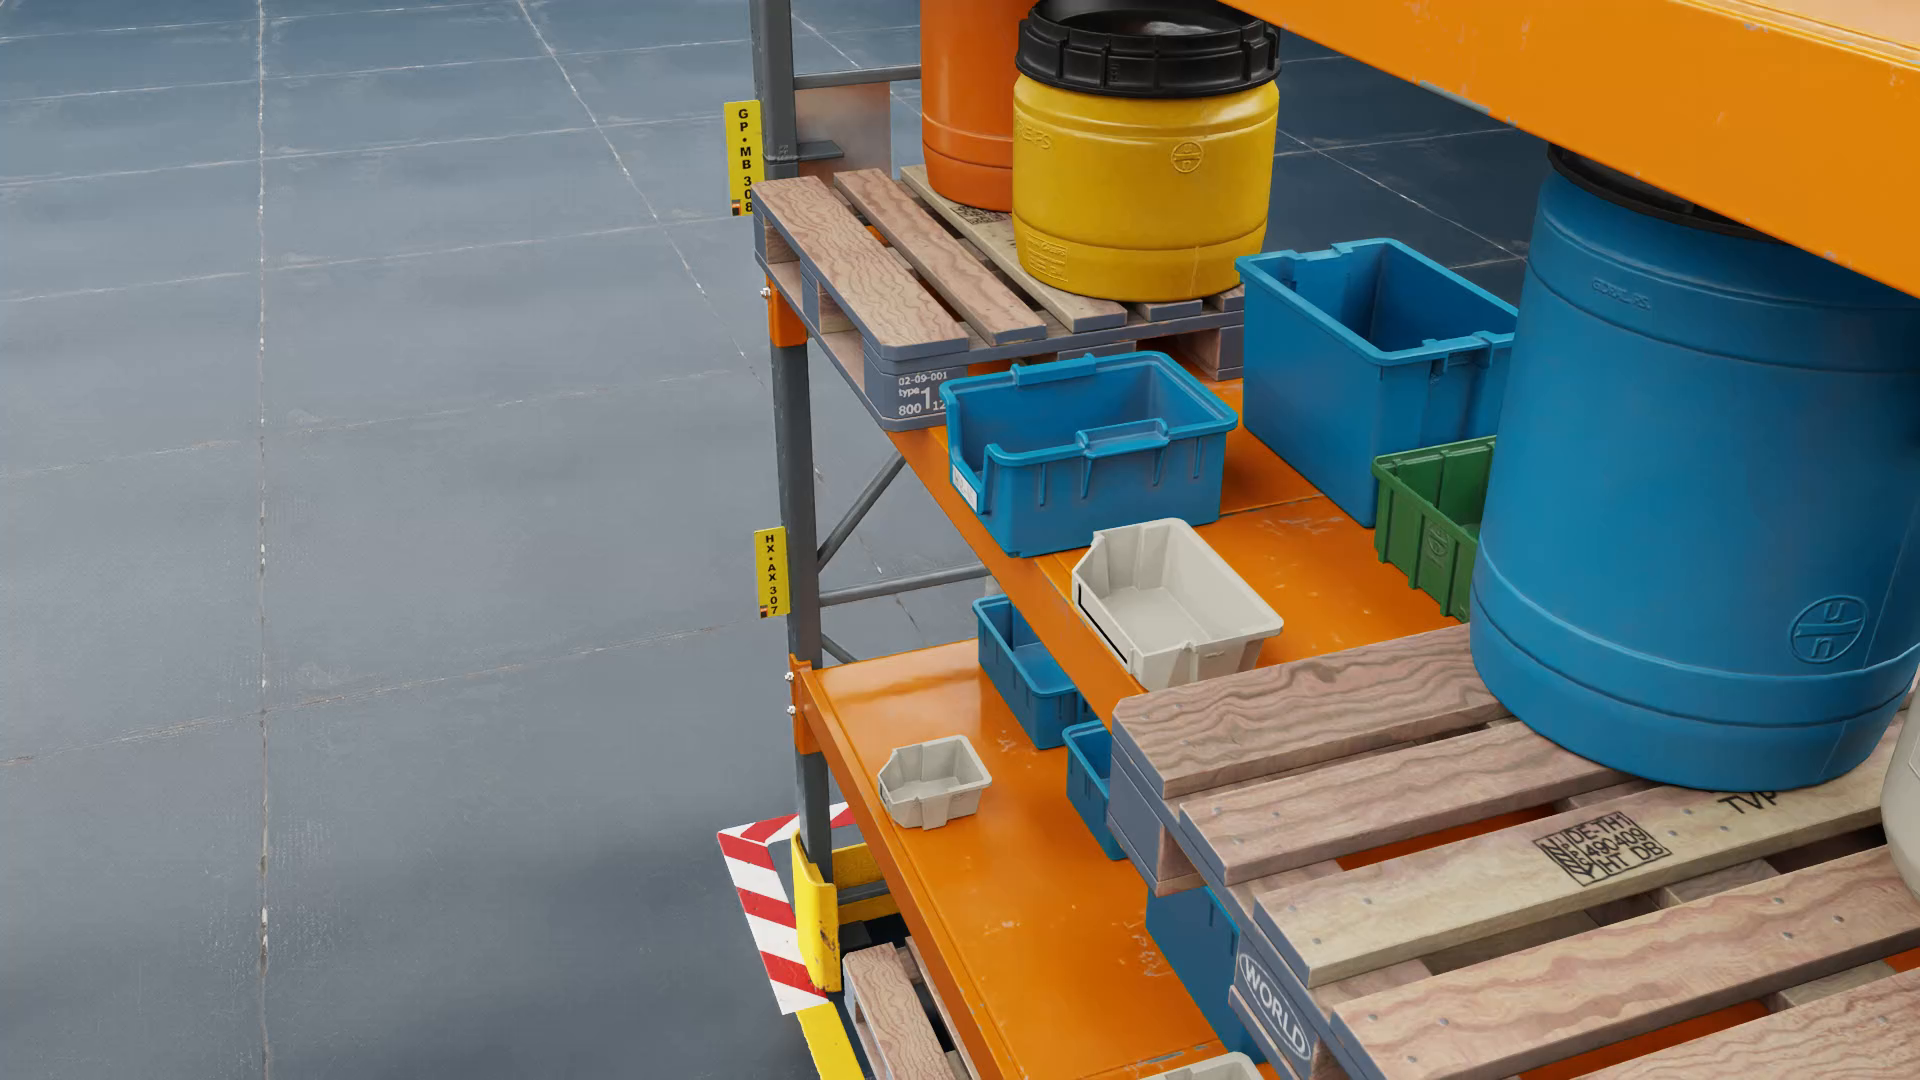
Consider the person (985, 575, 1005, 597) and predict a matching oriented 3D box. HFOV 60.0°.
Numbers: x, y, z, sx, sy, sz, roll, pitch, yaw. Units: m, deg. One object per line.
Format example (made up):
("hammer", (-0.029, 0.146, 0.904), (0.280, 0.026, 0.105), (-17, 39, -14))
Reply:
("person", (0.268, -0.279, 7.610), (0.434, 1.748, 0.588), (-11, 31, -18))
